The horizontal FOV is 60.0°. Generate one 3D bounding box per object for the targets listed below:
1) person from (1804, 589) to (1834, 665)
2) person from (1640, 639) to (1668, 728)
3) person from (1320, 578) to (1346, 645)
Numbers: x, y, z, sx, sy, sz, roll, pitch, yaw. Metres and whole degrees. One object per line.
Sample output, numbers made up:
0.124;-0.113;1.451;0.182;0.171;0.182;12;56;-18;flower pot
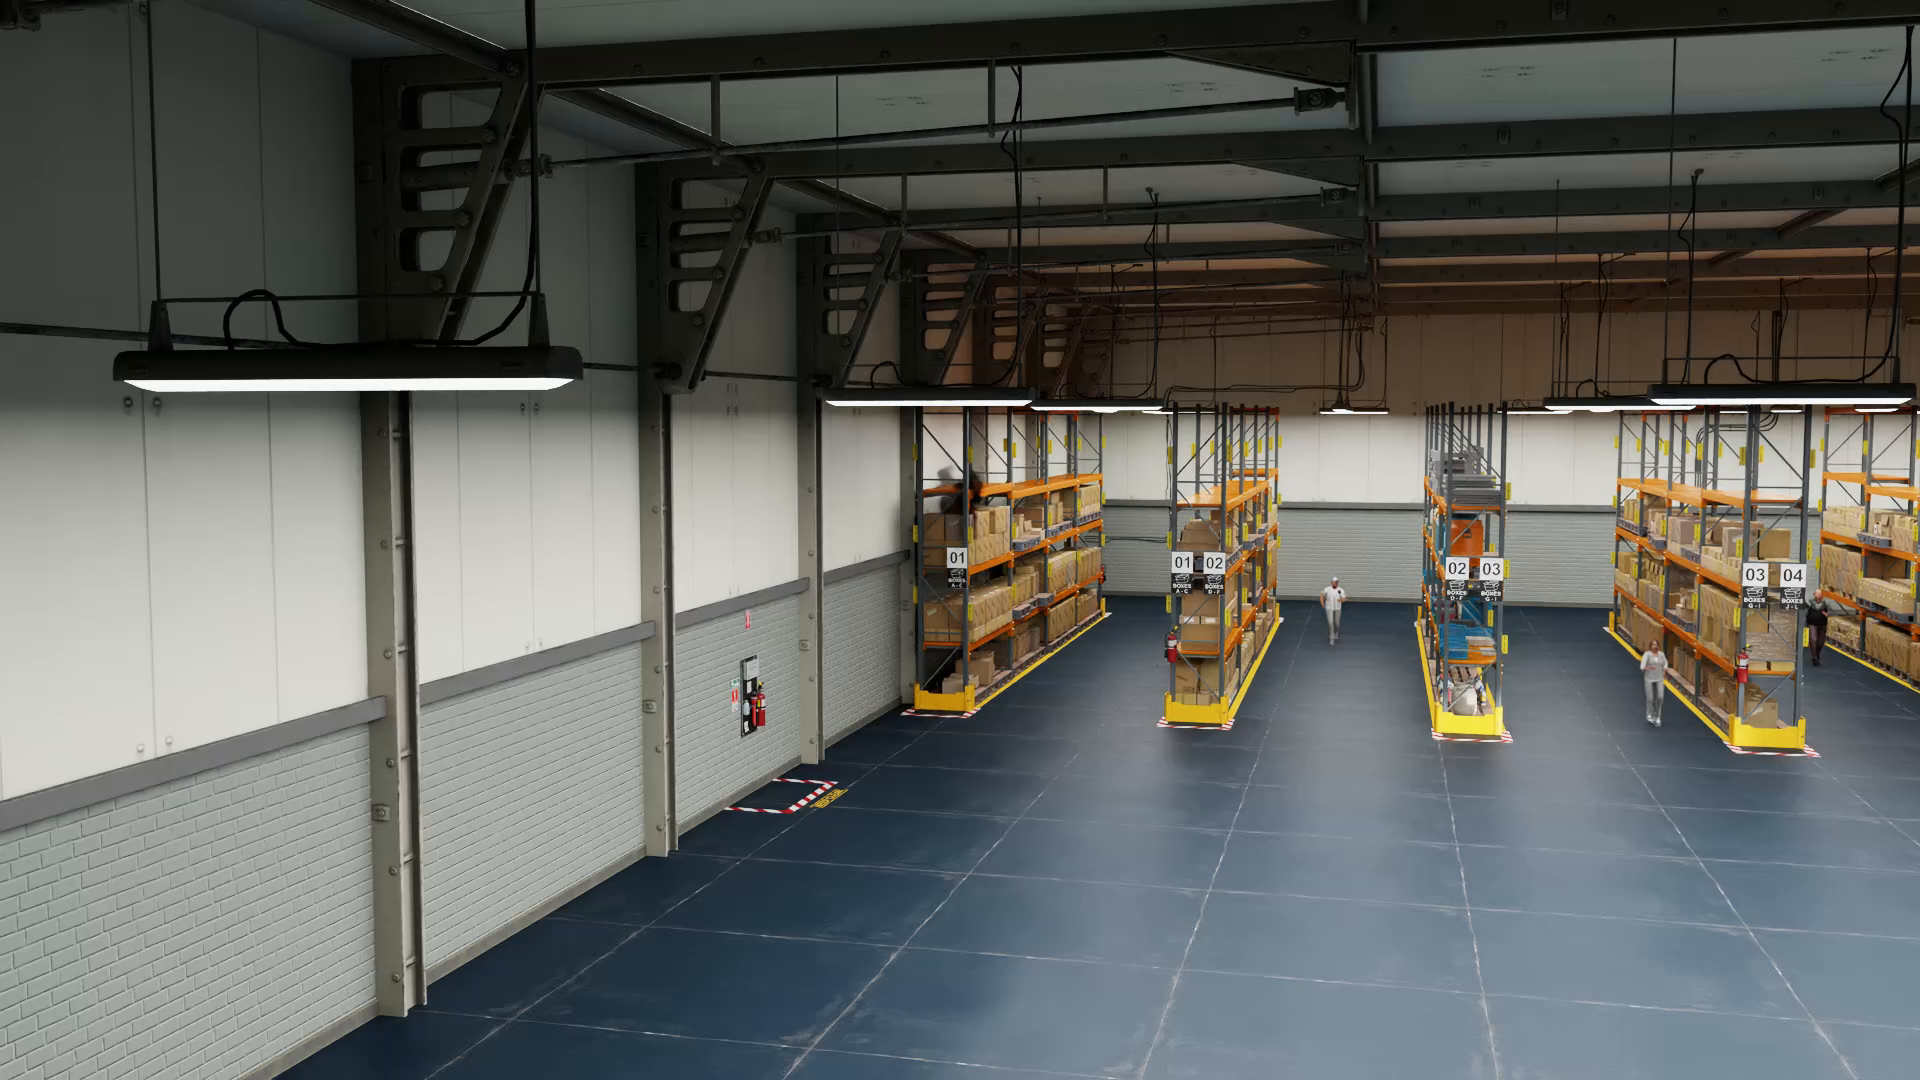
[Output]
19.848;1.996;38.509;0.655;1.712;0.963;1;4;15;person
12.883;2.645;30.851;0.514;1.624;0.660;1;4;14;person
9.473;1.774;42.114;0.616;1.648;0.990;0;4;3;person
